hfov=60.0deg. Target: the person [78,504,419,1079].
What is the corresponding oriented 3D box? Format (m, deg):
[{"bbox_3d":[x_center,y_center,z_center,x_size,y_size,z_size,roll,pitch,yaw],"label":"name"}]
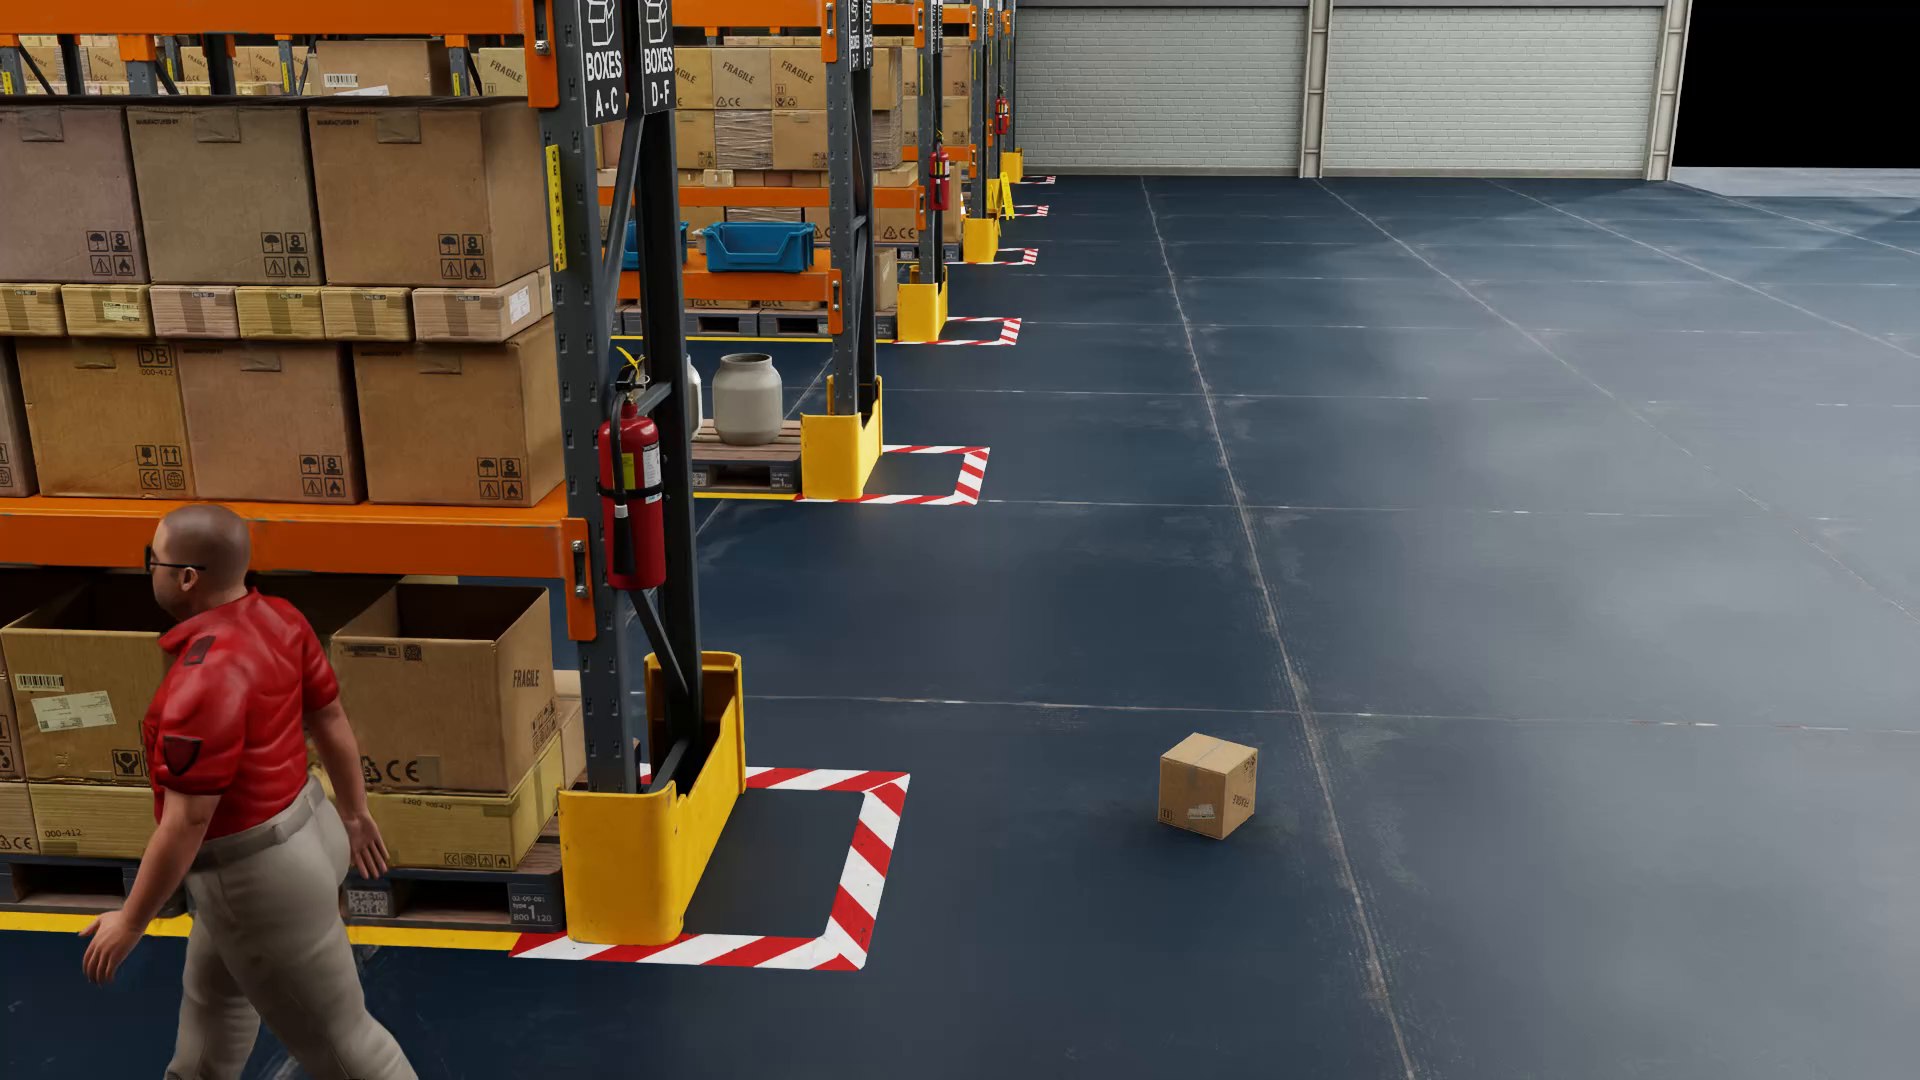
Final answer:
[{"bbox_3d":[-1.630,0.748,3.688,0.937,1.712,0.586,-2,17,-6],"label":"person"}]
